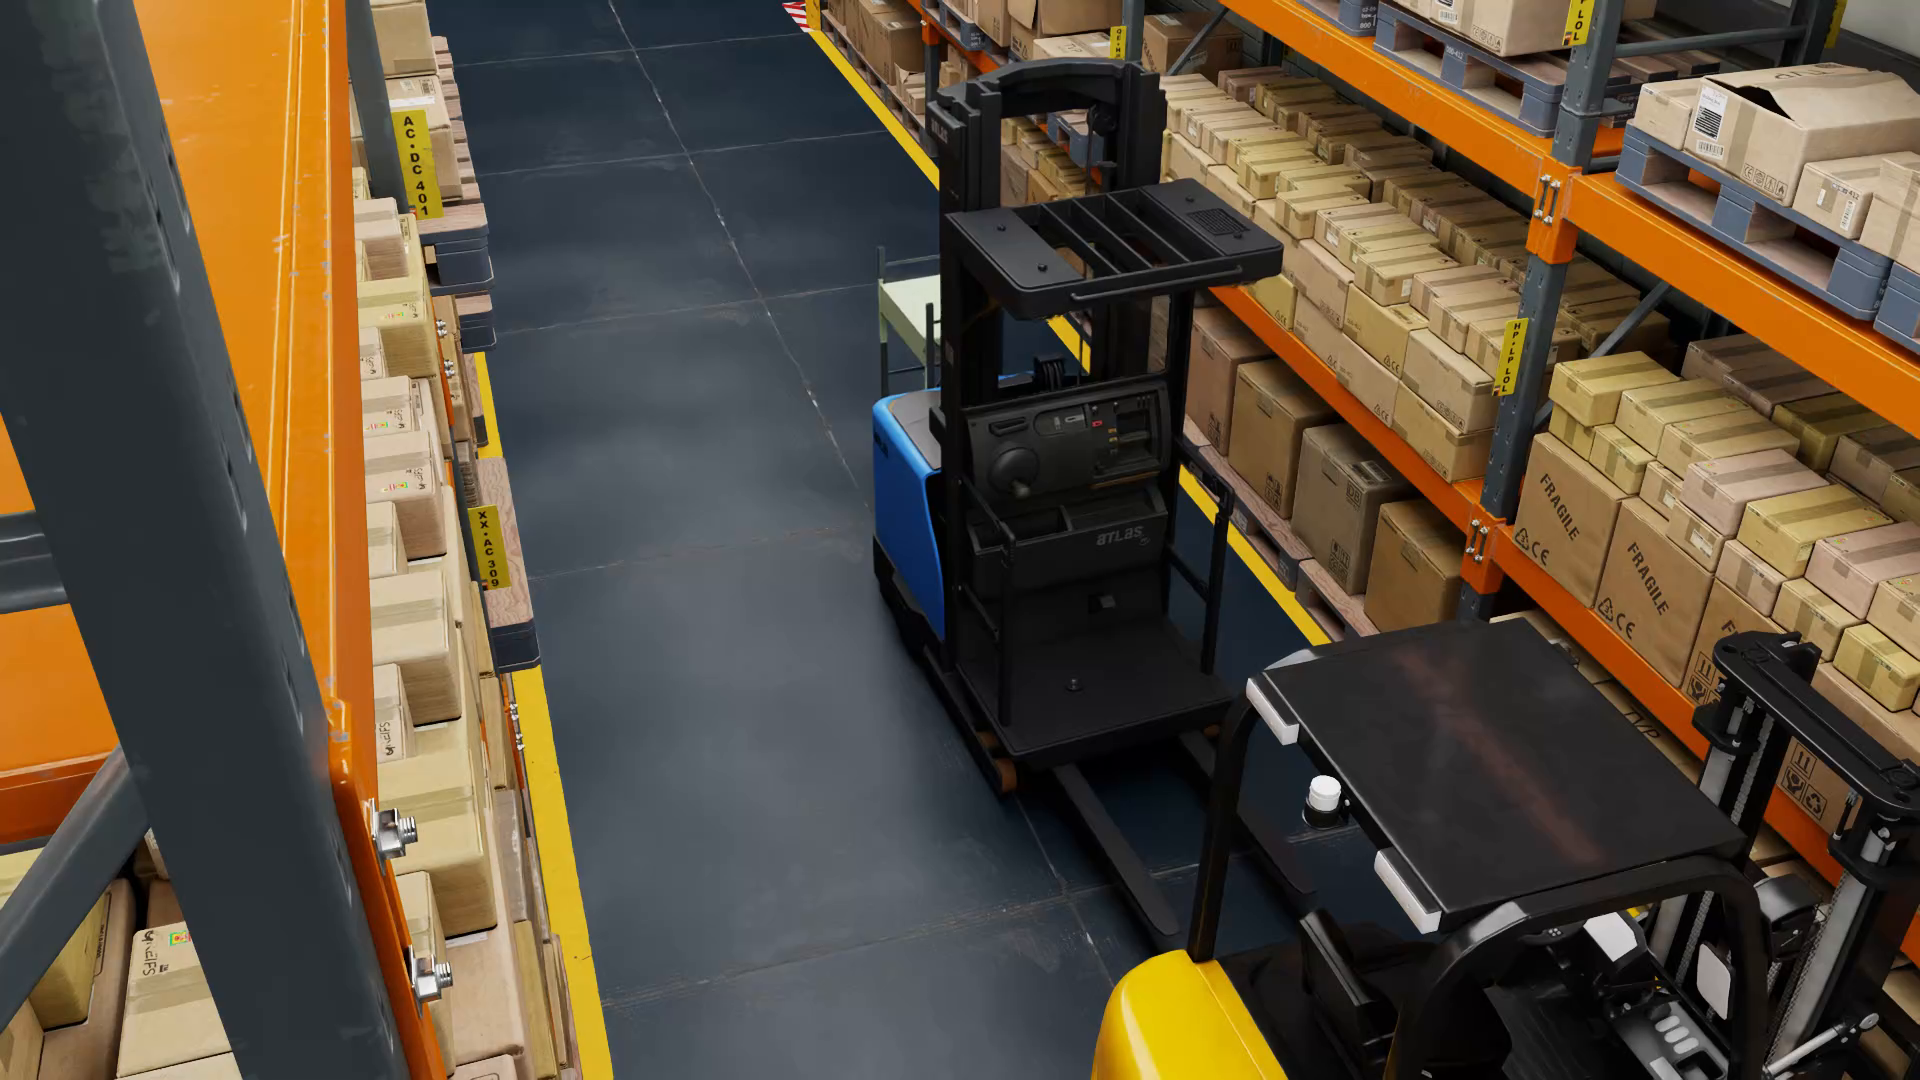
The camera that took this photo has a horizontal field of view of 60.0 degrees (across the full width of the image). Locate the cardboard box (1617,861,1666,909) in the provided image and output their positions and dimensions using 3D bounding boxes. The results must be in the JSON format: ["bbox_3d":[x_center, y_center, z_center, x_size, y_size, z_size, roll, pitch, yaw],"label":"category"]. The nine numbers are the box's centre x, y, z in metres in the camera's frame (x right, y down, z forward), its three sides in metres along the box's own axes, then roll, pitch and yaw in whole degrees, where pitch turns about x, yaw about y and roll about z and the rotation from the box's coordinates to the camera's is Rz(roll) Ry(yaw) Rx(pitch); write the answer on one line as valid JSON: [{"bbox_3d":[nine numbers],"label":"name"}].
[{"bbox_3d":[2.798,1.247,6.121,0.500,0.250,0.500,-10,35,-15],"label":"cardboard box"}]

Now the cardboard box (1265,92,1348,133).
[{"bbox_3d":[1.926,-2.363,9.245,0.380,0.149,0.250,-10,35,-15],"label":"cardboard box"}]

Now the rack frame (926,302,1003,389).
[{"bbox_3d":[0.023,-0.561,8.558,0.400,1.500,0.023,-12,35,-18],"label":"rack frame"}]

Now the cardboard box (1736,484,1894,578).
[{"bbox_3d":[2.799,-0.033,5.449,0.380,0.149,0.250,-11,35,-15],"label":"cardboard box"}]

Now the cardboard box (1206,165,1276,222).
[{"bbox_3d":[1.624,-1.783,8.730,0.500,0.250,0.500,-11,35,-16],"label":"cardboard box"}]

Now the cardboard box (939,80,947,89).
[{"bbox_3d":[0.140,-3.393,13.369,0.500,0.500,0.500,-9,34,-13],"label":"cardboard box"}]

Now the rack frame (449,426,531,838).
[{"bbox_3d":[-2.079,0.485,5.615,1.000,3.000,0.127,-10,35,-15],"label":"rack frame"}]

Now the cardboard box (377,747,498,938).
[{"bbox_3d":[-0.888,0.469,2.423,0.380,0.149,0.250,-10,35,-15],"label":"cardboard box"}]

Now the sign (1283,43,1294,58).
[{"bbox_3d":[1.954,-3.030,9.884,0.100,0.325,0.005,-10,35,-15],"label":"sign"}]

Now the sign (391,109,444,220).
[{"bbox_3d":[-1.565,-1.078,4.790,0.100,0.325,0.005,-10,35,-15],"label":"sign"}]

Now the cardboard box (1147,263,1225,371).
[{"bbox_3d":[1.604,-1.307,10.099,0.875,0.625,0.625,-9,34,-13],"label":"cardboard box"}]

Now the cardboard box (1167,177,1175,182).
[{"bbox_3d":[1.478,-1.851,9.285,0.500,0.250,0.500,-11,35,-16],"label":"cardboard box"}]

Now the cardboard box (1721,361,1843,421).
[{"bbox_3d":[3.069,-0.533,6.206,0.380,0.149,0.250,-11,35,-16],"label":"cardboard box"}]

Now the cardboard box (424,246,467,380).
[{"bbox_3d":[-2.407,-0.943,7.035,0.500,0.500,0.500,-11,35,-17],"label":"cardboard box"}]

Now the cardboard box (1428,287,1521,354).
[{"bbox_3d":[2.235,-0.939,7.090,0.380,0.149,0.250,-11,35,-15],"label":"cardboard box"}]

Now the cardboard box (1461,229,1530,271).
[{"bbox_3d":[2.539,-1.297,7.632,0.380,0.149,0.250,-10,35,-15],"label":"cardboard box"}]

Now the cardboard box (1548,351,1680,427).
[{"bbox_3d":[2.462,-0.571,6.264,0.380,0.149,0.250,-9,35,-14],"label":"cardboard box"}]

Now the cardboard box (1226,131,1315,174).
[{"bbox_3d":[1.626,-2.015,8.719,0.380,0.149,0.250,-10,35,-14],"label":"cardboard box"}]

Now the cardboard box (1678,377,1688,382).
[{"bbox_3d":[2.990,-0.539,6.485,0.380,0.149,0.250,-10,35,-15],"label":"cardboard box"}]

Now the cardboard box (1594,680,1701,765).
[{"bbox_3d":[2.642,0.780,6.375,0.500,0.250,0.500,-10,35,-15],"label":"cardboard box"}]

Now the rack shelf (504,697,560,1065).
[{"bbox_3d":[-1.469,1.835,4.224,1.077,0.370,4.000,-10,35,-15],"label":"rack shelf"}]

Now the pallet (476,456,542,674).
[{"bbox_3d":[-2.174,0.139,6.312,1.003,0.211,1.213,-10,35,-15],"label":"pallet"}]

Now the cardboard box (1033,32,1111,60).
[{"bbox_3d":[0.797,-3.064,10.741,0.500,0.250,0.500,-12,35,-17],"label":"cardboard box"}]

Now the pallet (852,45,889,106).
[{"bbox_3d":[-0.378,-4.391,15.524,1.003,0.211,1.213,-10,35,-15],"label":"pallet"}]

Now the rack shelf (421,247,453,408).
[{"bbox_3d":[-2.689,-1.517,6.576,1.077,0.370,4.000,-10,35,-15],"label":"rack shelf"}]

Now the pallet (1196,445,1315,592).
[{"bbox_3d":[2.009,-0.211,9.197,1.003,0.211,1.213,-10,35,-15],"label":"pallet"}]

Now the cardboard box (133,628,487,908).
[{"bbox_3d":[-1.084,0.430,2.844,0.500,0.250,0.500,-9,35,-13],"label":"cardboard box"}]

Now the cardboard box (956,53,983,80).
[{"bbox_3d":[0.188,-3.718,13.003,0.380,0.149,0.250,-12,35,-17],"label":"cardboard box"}]

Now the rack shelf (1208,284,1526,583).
[{"bbox_3d":[2.037,-1.102,8.669,1.077,0.370,4.000,-10,35,-15],"label":"rack shelf"}]

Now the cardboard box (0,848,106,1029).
[{"bbox_3d":[-1.409,0.563,2.281,0.380,0.149,0.250,-10,35,-14],"label":"cardboard box"}]

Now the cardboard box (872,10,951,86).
[{"bbox_3d":[-0.377,-4.447,14.965,0.700,0.500,0.500,-11,35,-17],"label":"cardboard box"}]

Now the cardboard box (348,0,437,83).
[{"bbox_3d":[-2.037,-1.722,5.536,0.500,0.250,0.500,-11,35,-16],"label":"cardboard box"}]

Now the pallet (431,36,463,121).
[{"bbox_3d":[-2.485,-1.575,6.181,1.213,0.211,1.003,-10,35,-15],"label":"pallet"}]

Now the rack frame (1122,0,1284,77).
[{"bbox_3d":[1.427,-2.452,10.060,1.000,3.000,0.127,-10,35,-15],"label":"rack frame"}]

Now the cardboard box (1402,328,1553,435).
[{"bbox_3d":[2.254,-0.713,7.110,0.500,0.250,0.500,-11,35,-16],"label":"cardboard box"}]

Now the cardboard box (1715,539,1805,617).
[{"bbox_3d":[2.763,0.095,5.526,0.380,0.149,0.250,-10,35,-15],"label":"cardboard box"}]

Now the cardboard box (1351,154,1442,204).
[{"bbox_3d":[2.206,-1.825,8.431,0.380,0.149,0.250,-9,35,-13],"label":"cardboard box"}]

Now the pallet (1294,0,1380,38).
[{"bbox_3d":[2.063,-2.697,7.880,1.003,0.211,1.213,-8,34,-13],"label":"pallet"}]

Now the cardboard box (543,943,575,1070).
[{"bbox_3d":[-1.486,1.676,5.245,0.500,0.500,0.500,-9,35,-14],"label":"cardboard box"}]

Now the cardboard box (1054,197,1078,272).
[{"bbox_3d":[0.951,-2.035,11.314,0.500,0.500,0.500,-11,35,-15],"label":"cardboard box"}]

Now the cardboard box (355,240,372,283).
[{"bbox_3d":[-1.628,-0.590,4.025,0.380,0.149,0.250,-9,35,-14],"label":"cardboard box"}]

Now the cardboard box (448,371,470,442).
[{"bbox_3d":[-1.886,-0.433,5.675,0.380,0.149,0.250,-10,35,-15],"label":"cardboard box"}]

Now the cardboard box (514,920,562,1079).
[{"bbox_3d":[-1.220,1.319,3.992,0.500,0.500,0.500,-11,35,-16],"label":"cardboard box"}]

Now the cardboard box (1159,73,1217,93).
[{"bbox_3d":[1.244,-2.548,9.525,0.380,0.149,0.250,-9,35,-13],"label":"cardboard box"}]

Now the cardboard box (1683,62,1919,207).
[{"bbox_3d":[2.669,-1.305,5.213,0.500,0.311,0.500,-9,35,-14],"label":"cardboard box"}]

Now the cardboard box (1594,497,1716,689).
[{"bbox_3d":[2.708,0.154,6.025,0.500,0.500,0.500,-9,35,-14],"label":"cardboard box"}]

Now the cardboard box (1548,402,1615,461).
[{"bbox_3d":[2.494,-0.453,6.355,0.380,0.149,0.250,-11,35,-15],"label":"cardboard box"}]

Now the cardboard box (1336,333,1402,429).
[{"bbox_3d":[2.086,-0.773,7.655,0.500,0.250,0.500,-10,35,-15],"label":"cardboard box"}]

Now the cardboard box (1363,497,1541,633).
[{"bbox_3d":[2.477,0.191,7.832,0.875,0.625,0.625,-8,34,-13],"label":"cardboard box"}]

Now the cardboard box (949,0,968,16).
[{"bbox_3d":[0.299,-4.206,12.242,0.700,0.500,0.500,-10,35,-14],"label":"cardboard box"}]

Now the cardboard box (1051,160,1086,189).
[{"bbox_3d":[0.847,-2.502,11.433,0.380,0.149,0.250,-9,35,-13],"label":"cardboard box"}]

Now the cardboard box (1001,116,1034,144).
[{"bbox_3d":[0.521,-3.047,12.258,0.380,0.149,0.250,-9,34,-13],"label":"cardboard box"}]

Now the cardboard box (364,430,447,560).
[{"bbox_3d":[-1.211,-0.067,3.234,0.380,0.149,0.250,-10,35,-14],"label":"cardboard box"}]

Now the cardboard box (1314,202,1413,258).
[{"bbox_3d":[1.913,-1.472,7.898,0.380,0.149,0.250,-10,35,-14],"label":"cardboard box"}]

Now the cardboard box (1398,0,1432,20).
[{"bbox_3d":[2.022,-2.242,6.777,0.380,0.149,0.250,-10,35,-15],"label":"cardboard box"}]

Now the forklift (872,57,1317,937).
[{"bbox_3d":[0.556,-0.363,6.960,1.130,2.935,3.031,-12,35,-18],"label":"forklift"}]

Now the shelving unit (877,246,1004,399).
[{"bbox_3d":[-0.109,-0.749,8.842,0.431,1.500,0.755,-12,35,-18],"label":"shelving unit"}]

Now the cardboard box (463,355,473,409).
[{"bbox_3d":[-3.431,-1.281,9.833,0.875,0.875,0.875,-10,35,-15],"label":"cardboard box"}]

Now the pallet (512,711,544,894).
[{"bbox_3d":[-2.318,1.240,7.002,1.003,0.211,1.213,-10,35,-15],"label":"pallet"}]

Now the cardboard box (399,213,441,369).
[{"bbox_3d":[-1.687,-0.641,4.464,0.500,0.250,0.500,-10,35,-15],"label":"cardboard box"}]
